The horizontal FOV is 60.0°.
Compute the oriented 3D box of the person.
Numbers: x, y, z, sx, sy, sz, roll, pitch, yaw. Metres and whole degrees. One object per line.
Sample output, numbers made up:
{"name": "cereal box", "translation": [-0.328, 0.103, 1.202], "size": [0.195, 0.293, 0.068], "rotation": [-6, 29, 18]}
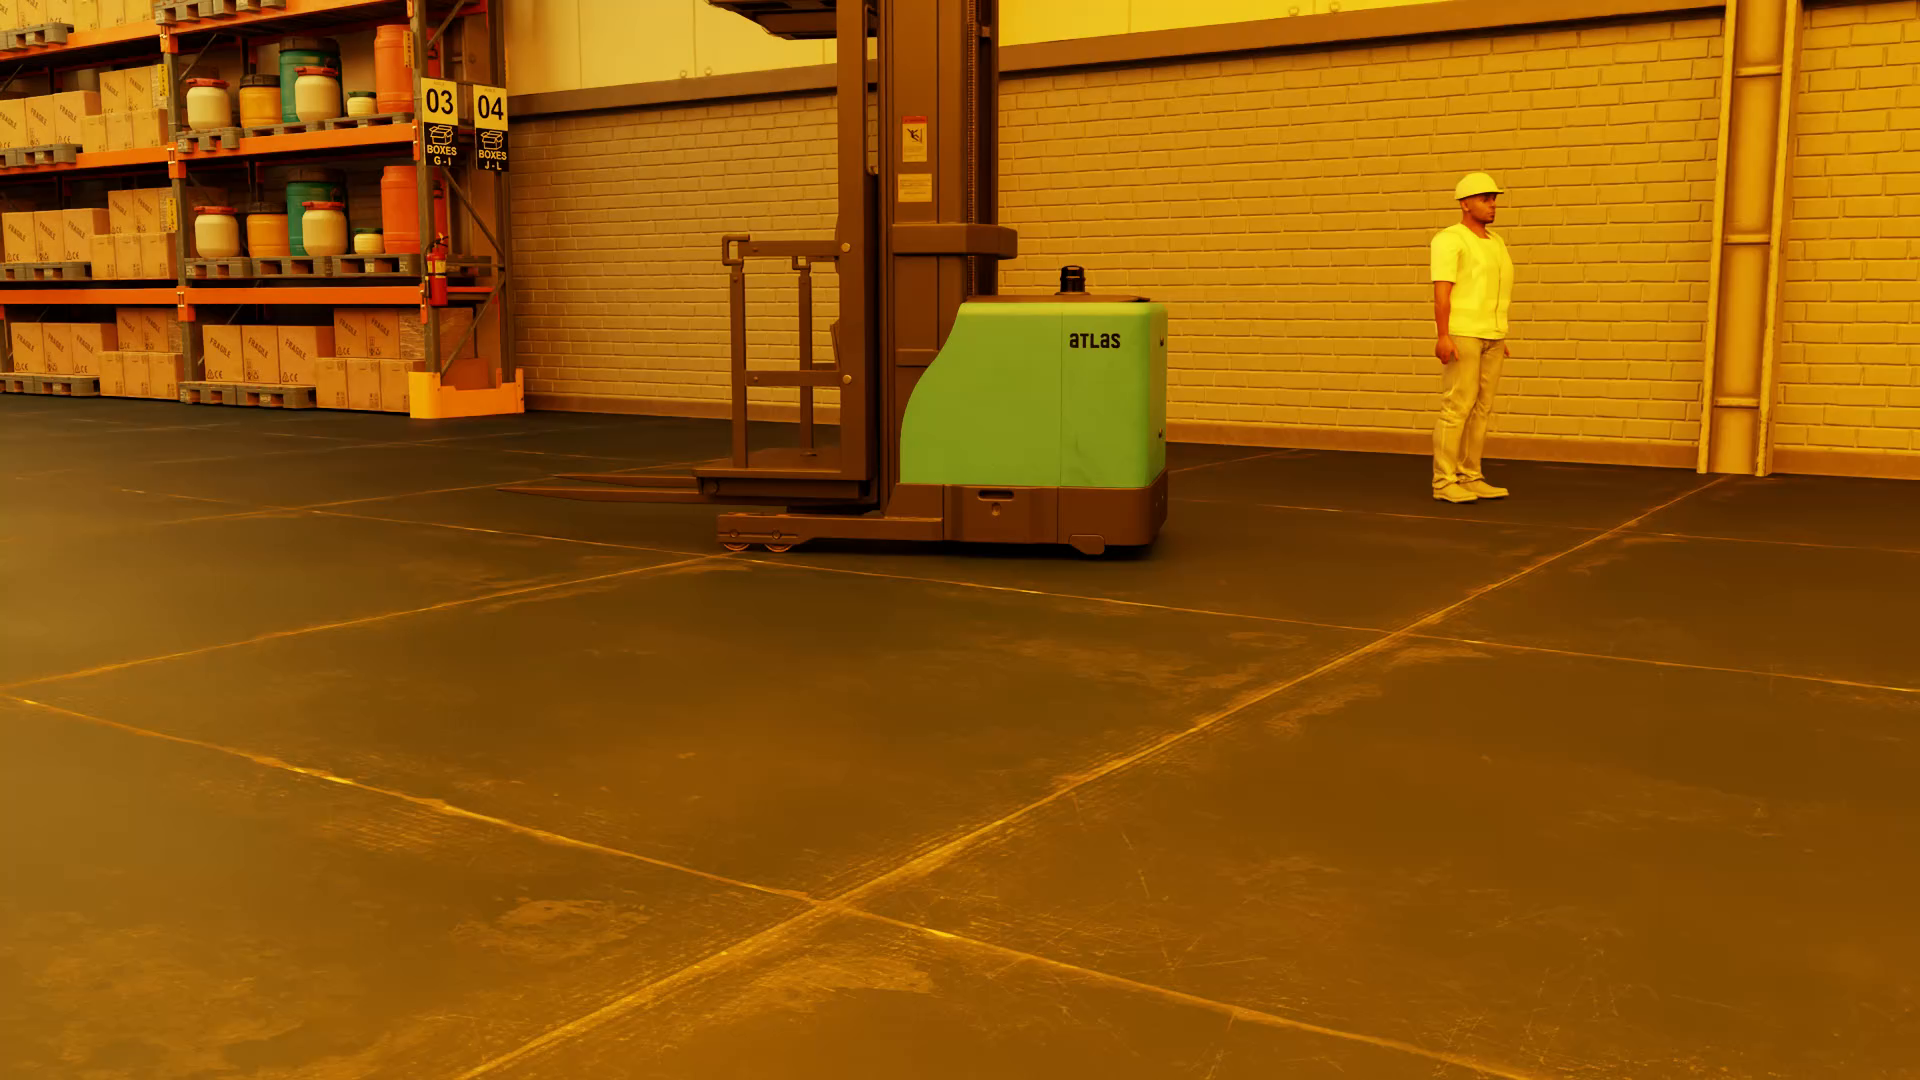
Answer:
{"name": "person", "translation": [2.809, -1.103, 9.081], "size": [0.569, 1.771, 0.369], "rotation": [-7, 10, -39]}

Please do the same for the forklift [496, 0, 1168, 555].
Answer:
{"name": "forklift", "translation": [-0.596, -1.469, 7.520], "size": [3.031, 2.935, 1.130], "rotation": [2, 8, 12]}
